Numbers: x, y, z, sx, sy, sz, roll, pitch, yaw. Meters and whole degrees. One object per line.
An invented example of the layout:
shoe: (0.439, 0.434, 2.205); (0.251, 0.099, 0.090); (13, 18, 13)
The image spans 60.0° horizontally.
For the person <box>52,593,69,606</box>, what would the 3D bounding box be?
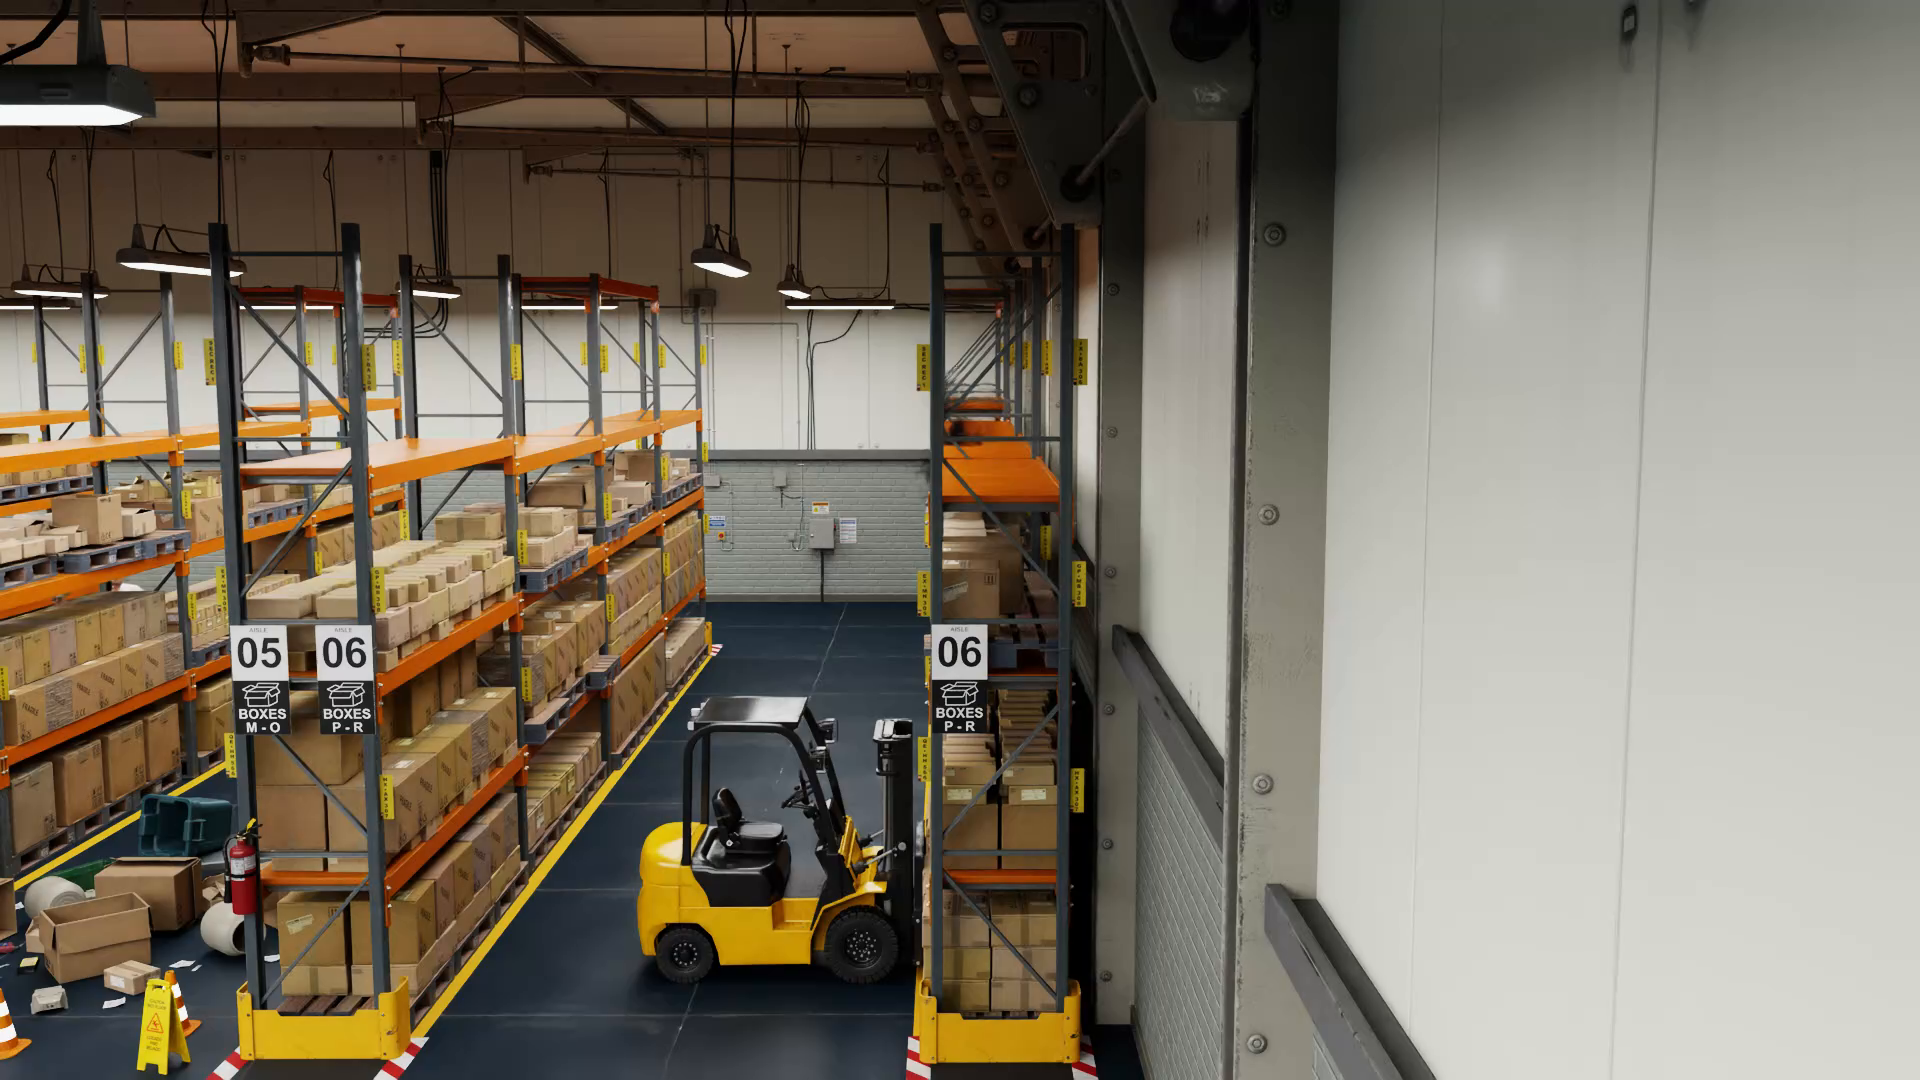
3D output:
person: (-12.789, 1.549, 23.704); (0.643, 1.757, 0.748); (-1, 7, -12)

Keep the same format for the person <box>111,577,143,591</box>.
person: (-12.887, 1.314, 25.531); (0.693, 1.739, 0.699); (0, 7, 1)
